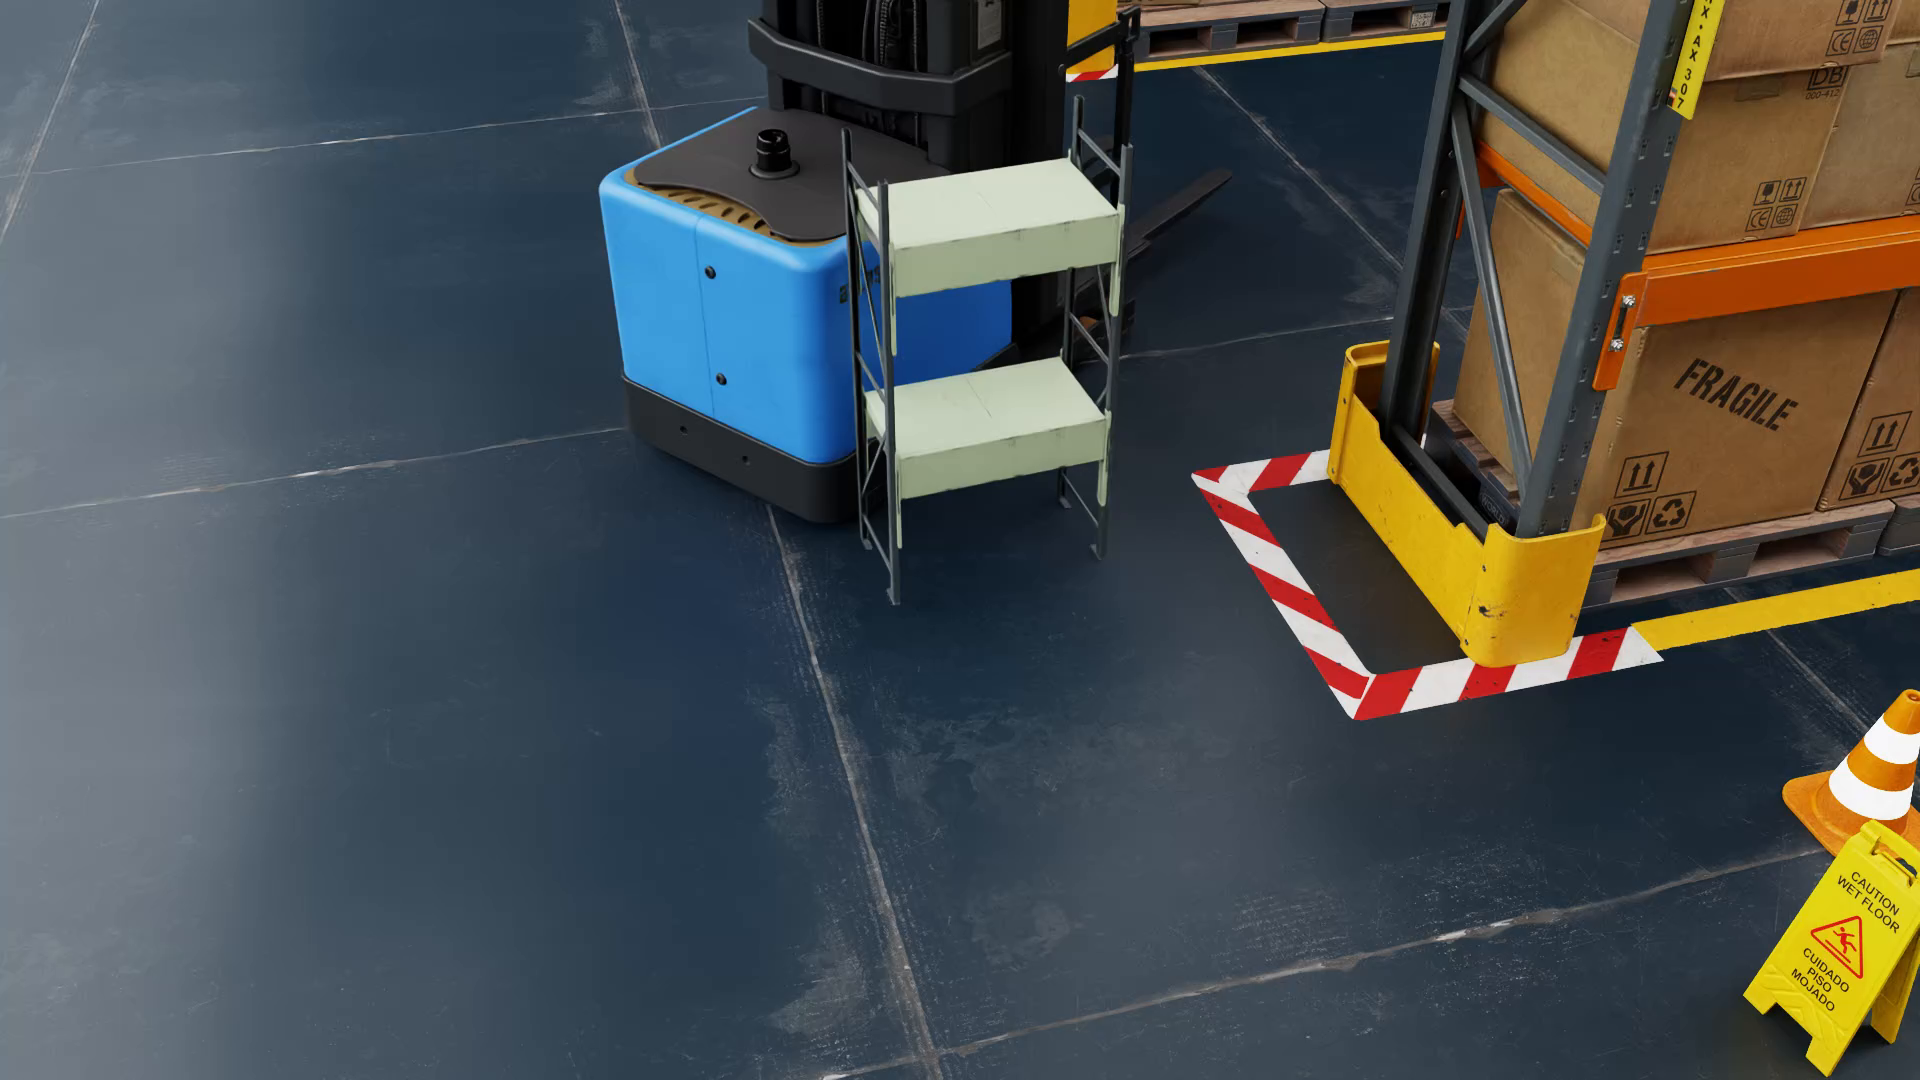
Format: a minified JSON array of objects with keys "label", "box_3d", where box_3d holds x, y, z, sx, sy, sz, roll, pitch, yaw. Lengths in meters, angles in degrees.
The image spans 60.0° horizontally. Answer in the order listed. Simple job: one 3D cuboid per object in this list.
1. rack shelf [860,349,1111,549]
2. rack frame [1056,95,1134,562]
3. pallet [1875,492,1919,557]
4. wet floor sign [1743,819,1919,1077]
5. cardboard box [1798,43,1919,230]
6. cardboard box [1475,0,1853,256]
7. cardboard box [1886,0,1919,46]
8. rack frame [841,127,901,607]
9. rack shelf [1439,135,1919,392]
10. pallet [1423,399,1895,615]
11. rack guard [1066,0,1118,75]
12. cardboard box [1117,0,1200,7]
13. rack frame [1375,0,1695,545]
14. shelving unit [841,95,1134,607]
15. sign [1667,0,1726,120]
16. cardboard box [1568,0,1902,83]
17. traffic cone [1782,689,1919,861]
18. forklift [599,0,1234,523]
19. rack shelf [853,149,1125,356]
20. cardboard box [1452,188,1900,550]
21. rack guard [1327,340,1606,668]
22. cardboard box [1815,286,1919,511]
[{"label":"rack shelf","box_3d":[0.075,-0.307,5.454,0.720,0.370,0.431,-12,39,-15]},{"label":"rack frame","box_3d":[0.421,-0.639,5.351,0.023,1.500,0.400,-12,39,-15]},{"label":"pallet","box_3d":[3.593,-0.410,6.112,1.213,0.211,1.003,-9,38,-12]},{"label":"wet floor sign","box_3d":[2.154,0.948,3.980,0.232,0.644,0.267,-16,40,-20]},{"label":"cardboard box","box_3d":[2.538,-1.398,4.986,0.550,0.550,0.875,-9,38,-12]},{"label":"cardboard box","box_3d":[2.012,-1.298,4.855,0.550,0.550,0.875,-9,38,-12]},{"label":"cardboard box","box_3d":[2.541,-1.819,4.647,0.550,0.550,0.875,-9,38,-12]},{"label":"rack frame","box_3d":[-0.271,-0.494,5.161,0.023,1.500,0.400,-12,39,-15]},{"label":"rack shelf","box_3d":[3.597,-1.185,5.422,4.000,0.370,1.077,-9,38,-12]},{"label":"pallet","box_3d":[2.418,-0.218,5.862,1.213,0.211,1.003,-9,38,-12]},{"label":"rack guard","box_3d":[0.544,-3.098,9.389,0.348,0.500,1.175,-9,38,-12]},{"label":"cardboard box","box_3d":[1.078,-3.342,9.362,0.500,0.500,0.500,-3,37,-3]},{"label":"rack frame","box_3d":[1.666,-1.154,4.789,0.127,3.000,1.000,-9,38,-12]},{"label":"shelving unit","box_3d":[0.075,-0.566,5.256,0.755,1.500,0.431,-12,39,-15]},{"label":"sign","box_3d":[1.805,-1.202,4.075,0.005,0.325,0.100,-9,38,-12]},{"label":"cardboard box","box_3d":[2.034,-1.678,4.463,0.550,0.550,0.875,-9,38,-12]},{"label":"traffic cone","box_3d":[2.549,0.603,4.581,0.334,0.463,0.336,-9,38,-12]},{"label":"forklift","box_3d":[0.062,-2.060,6.031,1.130,2.935,3.031,25,44,29]},{"label":"rack shelf","box_3d":[0.075,-0.876,5.019,0.720,0.370,0.431,-12,39,-15]},{"label":"cardboard box","box_3d":[2.304,-0.623,5.498,0.875,0.875,0.875,-9,38,-12]},{"label":"rack guard","box_3d":[1.643,-0.157,5.544,0.348,0.500,1.175,-9,38,-12]},{"label":"cardboard box","box_3d":[3.152,-0.763,5.682,0.875,0.875,0.875,-10,39,-13]}]
